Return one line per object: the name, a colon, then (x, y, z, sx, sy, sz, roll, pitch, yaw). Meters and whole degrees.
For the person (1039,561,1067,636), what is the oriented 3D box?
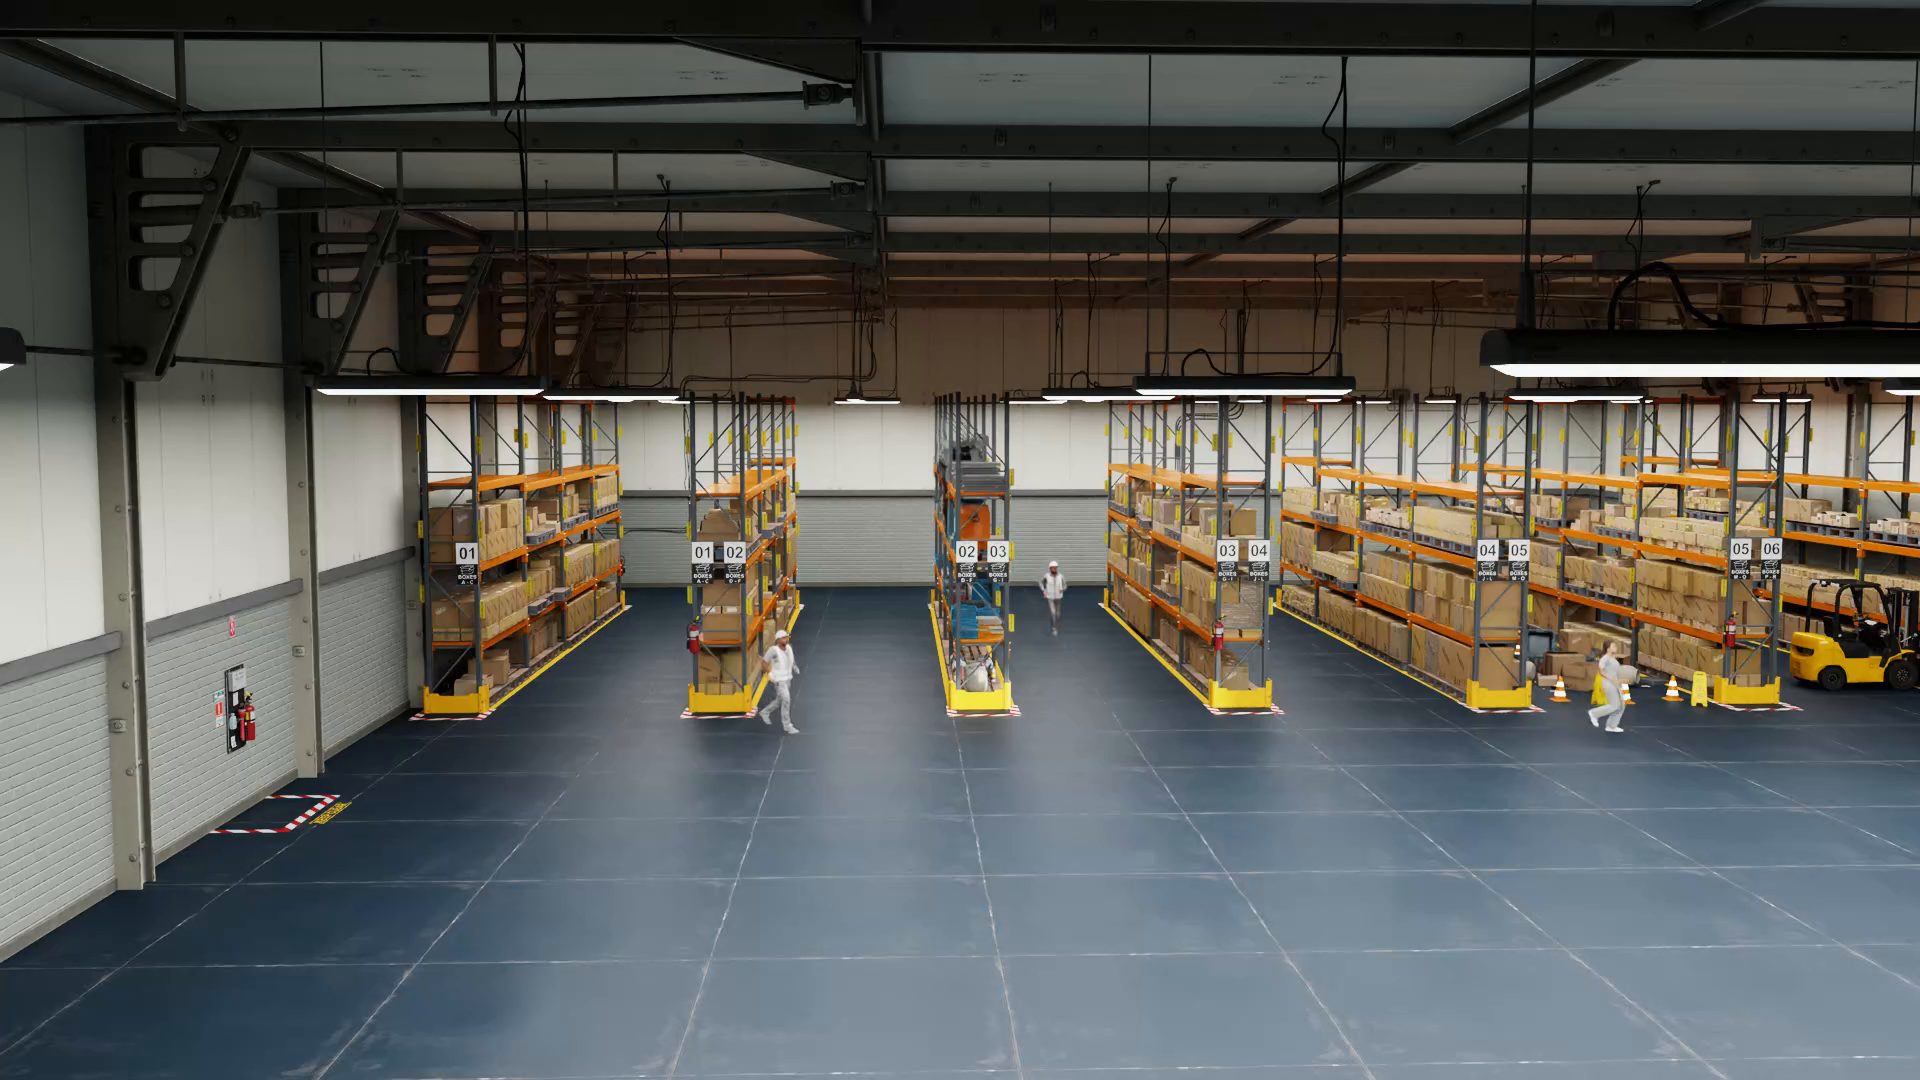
person: (2.241, 1.408, 39.860, 0.665, 1.800, 0.773, -1, 5, -8)

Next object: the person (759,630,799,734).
person: (-3.178, 2.468, 29.289, 0.909, 1.793, 0.684, 3, 5, 30)

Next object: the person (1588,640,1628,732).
person: (11.422, 2.565, 29.297, 0.593, 1.618, 0.562, 4, 6, 41)

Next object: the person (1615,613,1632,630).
person: (16.576, 1.524, 41.330, 0.655, 1.833, 0.748, 0, 5, -6)
